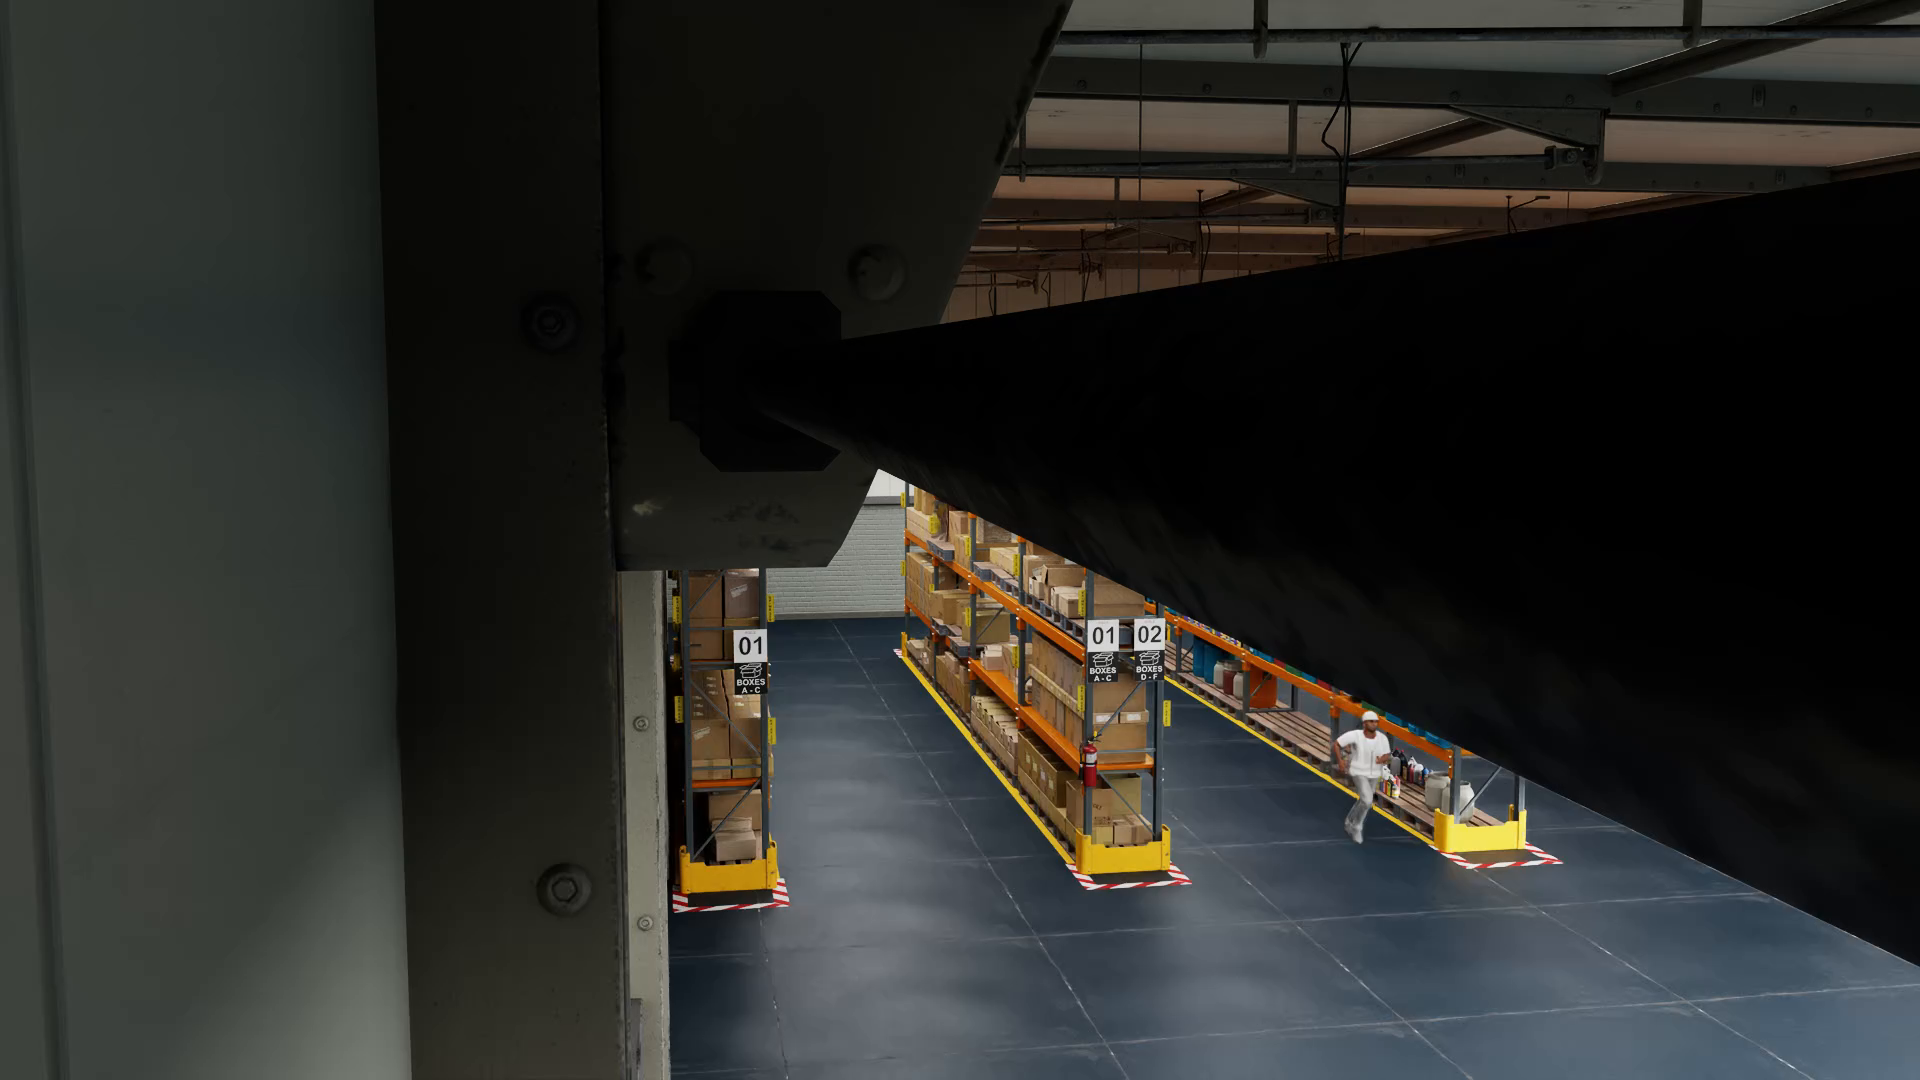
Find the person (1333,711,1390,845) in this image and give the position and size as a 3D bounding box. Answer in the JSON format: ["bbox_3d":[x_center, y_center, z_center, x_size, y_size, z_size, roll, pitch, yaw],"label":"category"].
[{"bbox_3d":[5.429,3.165,22.275,0.687,1.771,0.690,-2,6,-20],"label":"person"}]
